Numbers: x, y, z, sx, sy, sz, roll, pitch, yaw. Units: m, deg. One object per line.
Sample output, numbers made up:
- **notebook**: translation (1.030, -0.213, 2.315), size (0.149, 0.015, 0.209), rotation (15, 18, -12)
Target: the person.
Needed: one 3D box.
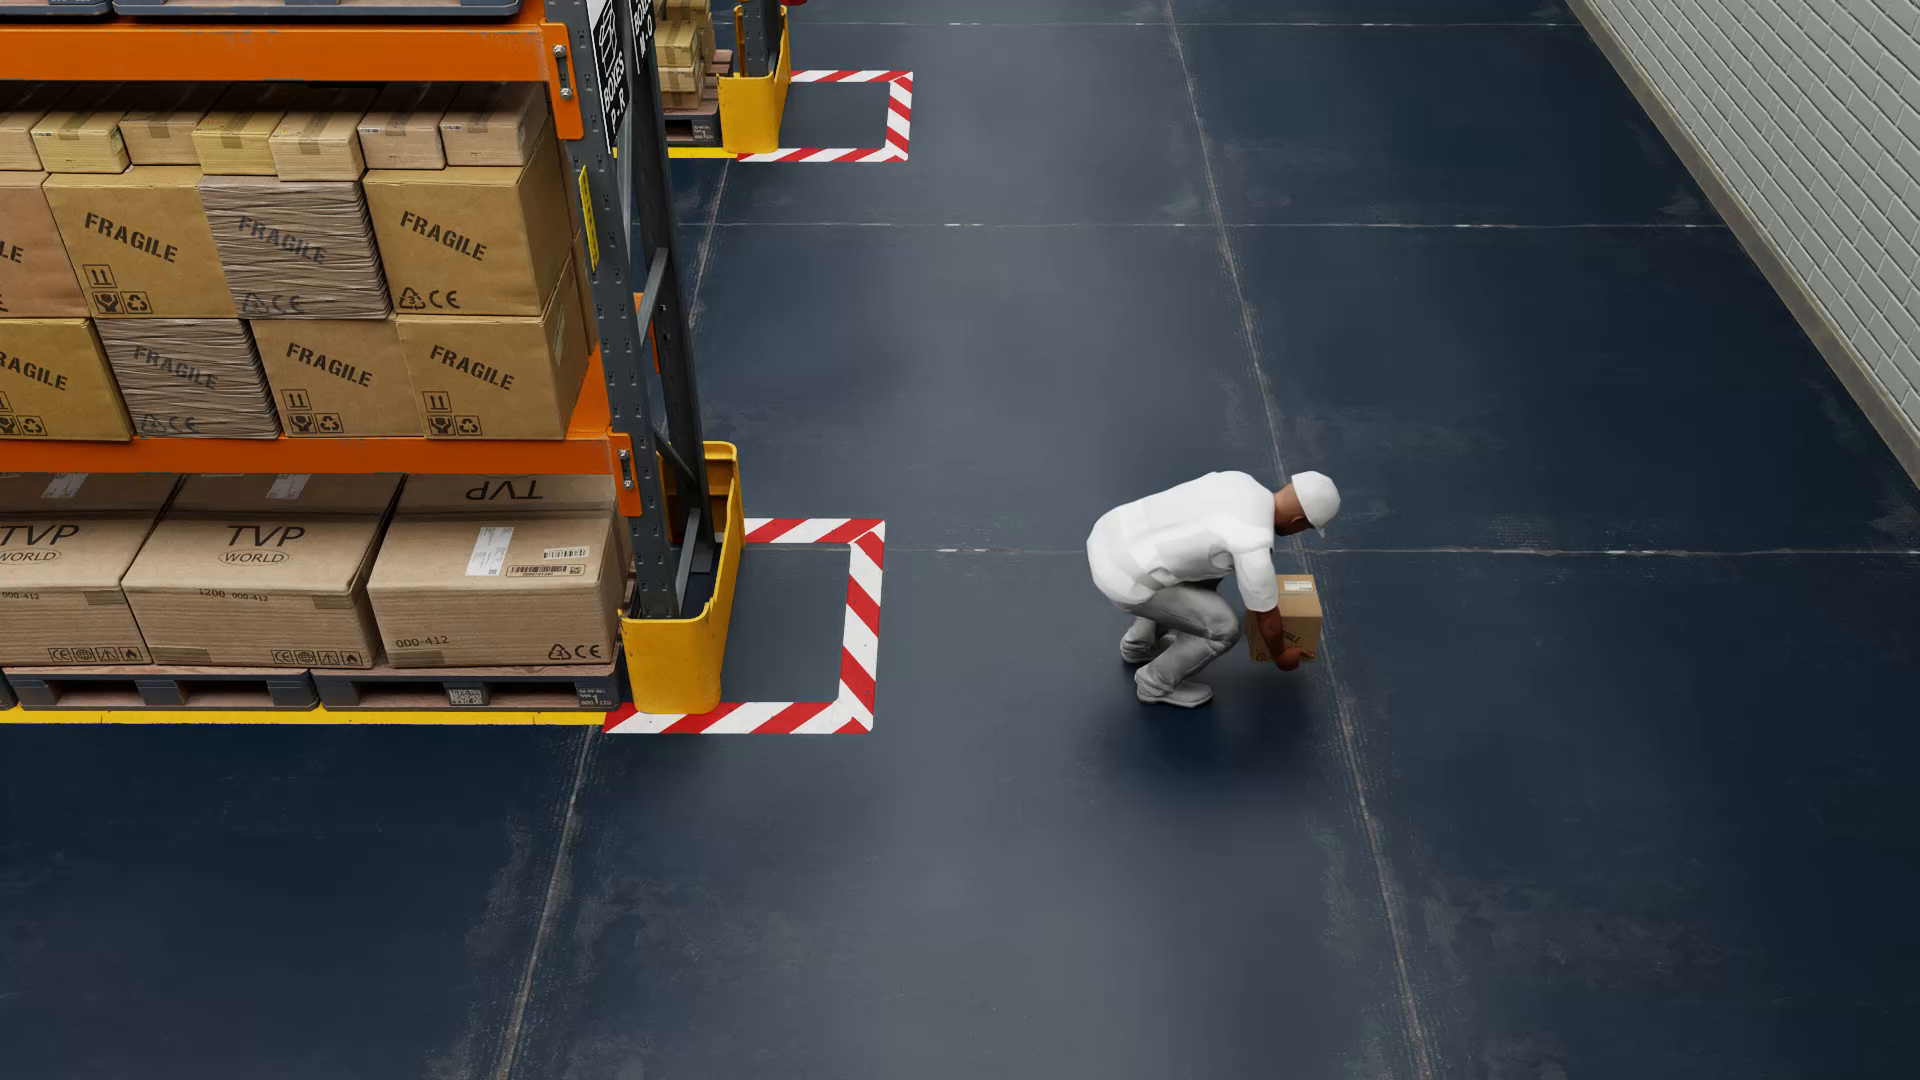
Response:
- **person**: translation (0.969, 0.163, 6.537), size (0.946, 1.010, 0.525), rotation (-1, 39, -2)
